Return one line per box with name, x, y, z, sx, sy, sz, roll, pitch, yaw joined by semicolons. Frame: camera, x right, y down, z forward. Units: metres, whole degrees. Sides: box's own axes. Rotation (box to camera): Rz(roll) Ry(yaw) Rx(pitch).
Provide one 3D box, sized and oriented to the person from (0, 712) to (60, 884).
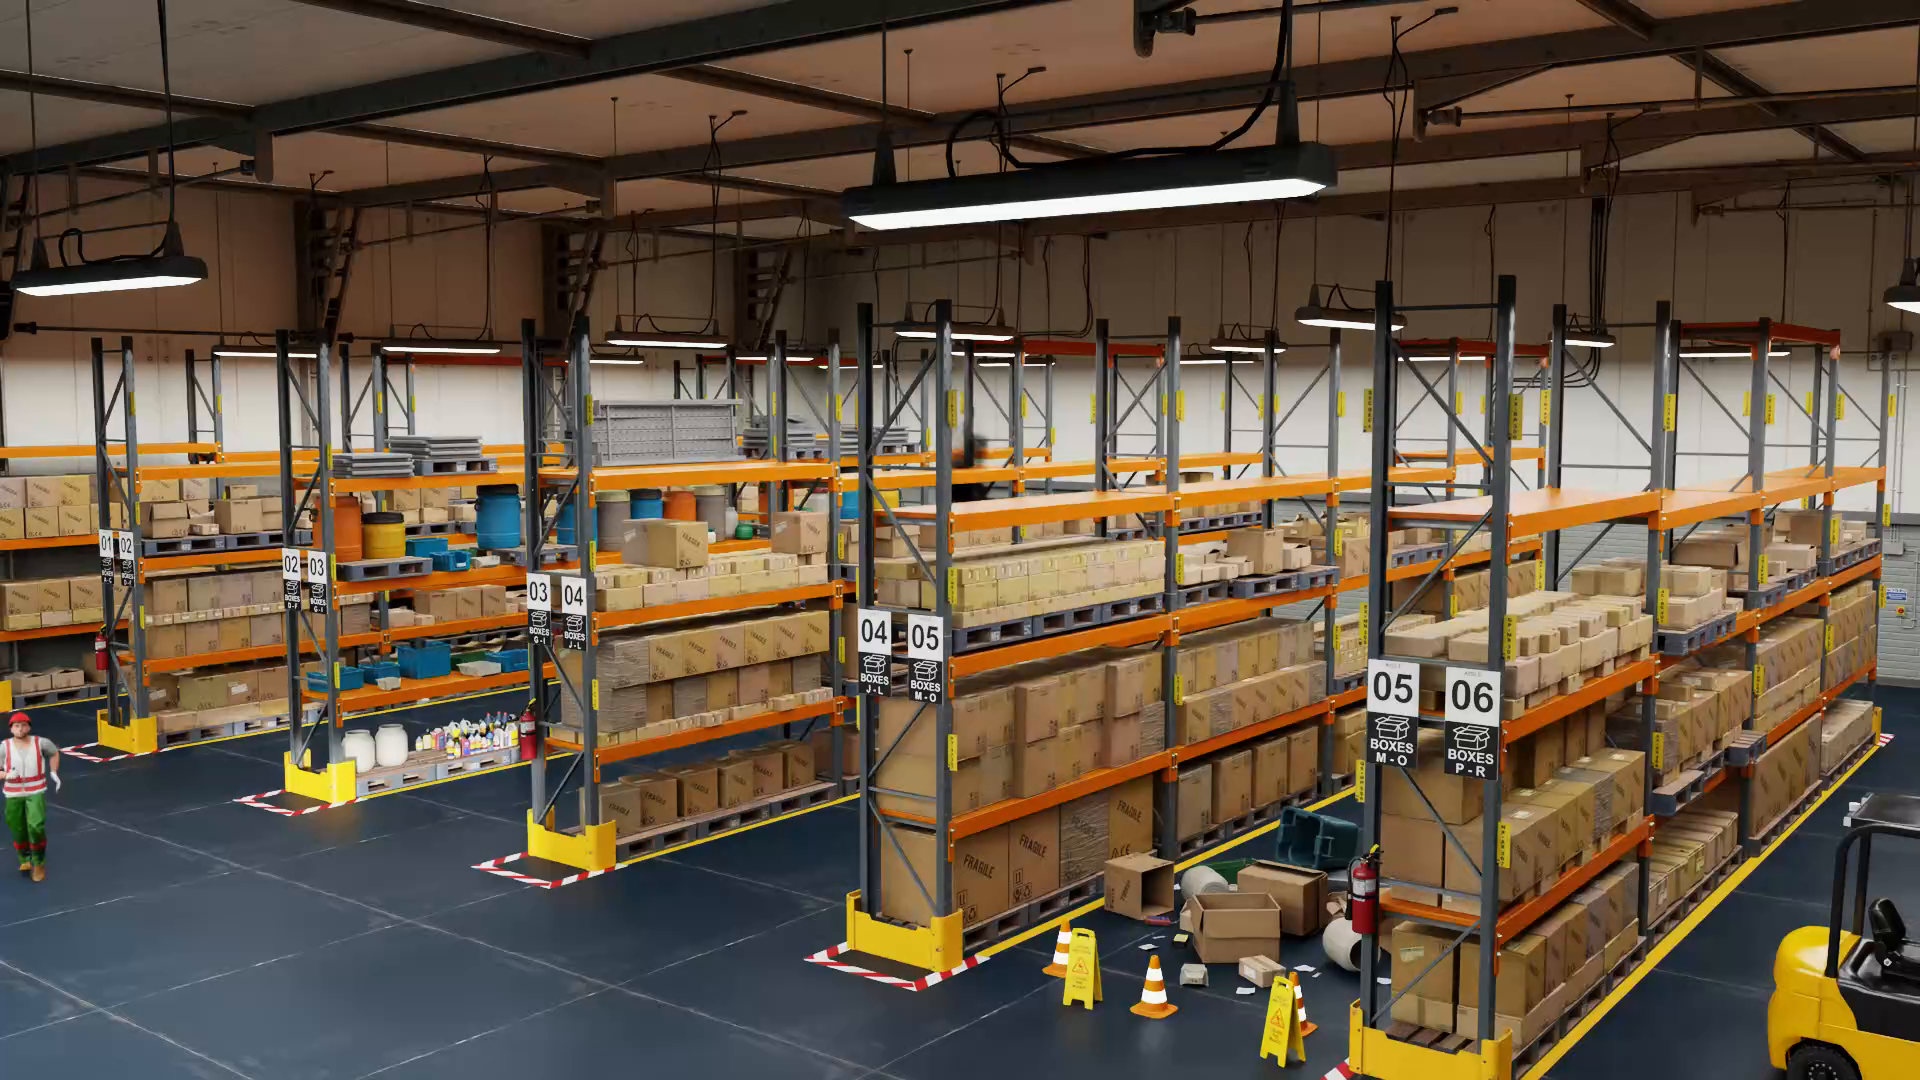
person;-9.936;2.737;17.692;0.640;1.824;0.743;-2;5;-24
